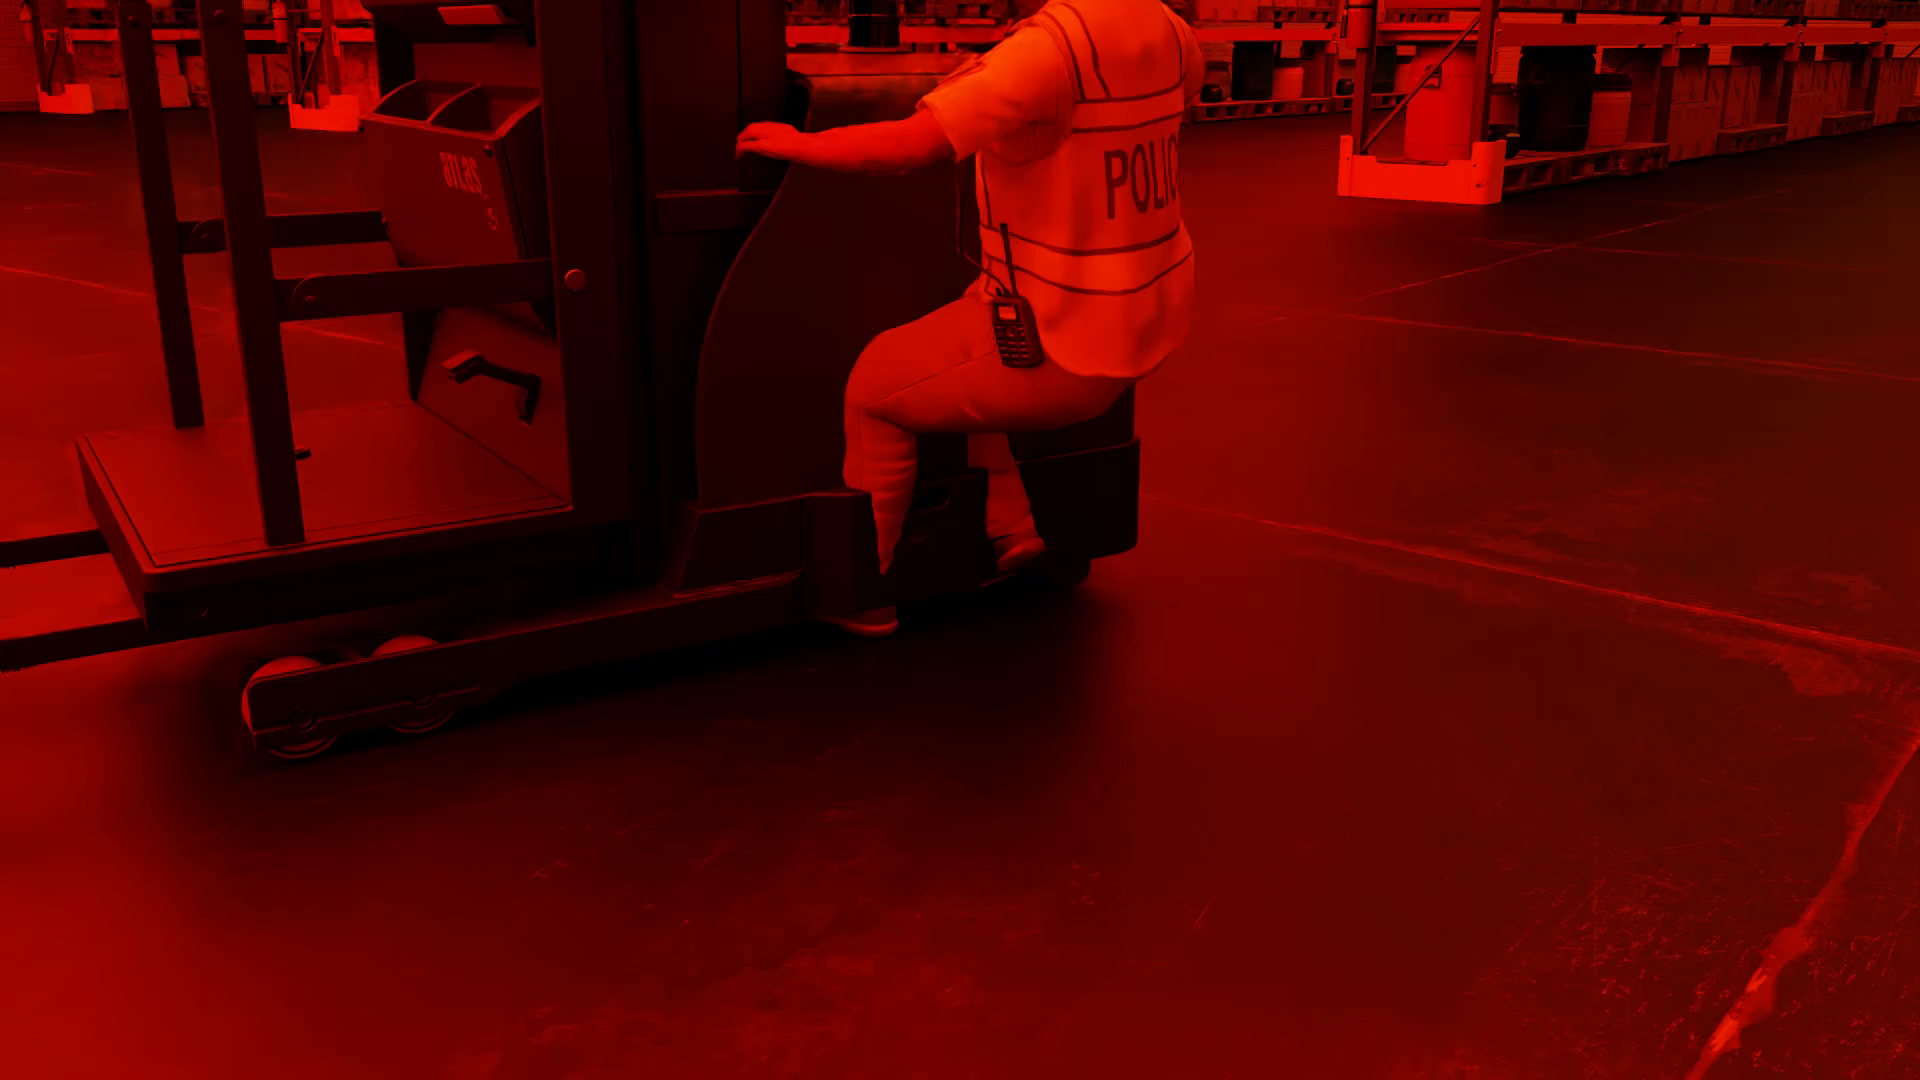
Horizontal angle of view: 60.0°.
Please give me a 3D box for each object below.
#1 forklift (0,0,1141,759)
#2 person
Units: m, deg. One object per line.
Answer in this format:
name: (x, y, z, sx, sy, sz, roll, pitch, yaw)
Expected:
forklift: (-1.129, -1.215, 2.900, 3.031, 2.935, 1.130, -10, 20, -31)
person: (0.016, -0.504, 3.123, 0.824, 1.428, 0.900, 8, 19, 25)
